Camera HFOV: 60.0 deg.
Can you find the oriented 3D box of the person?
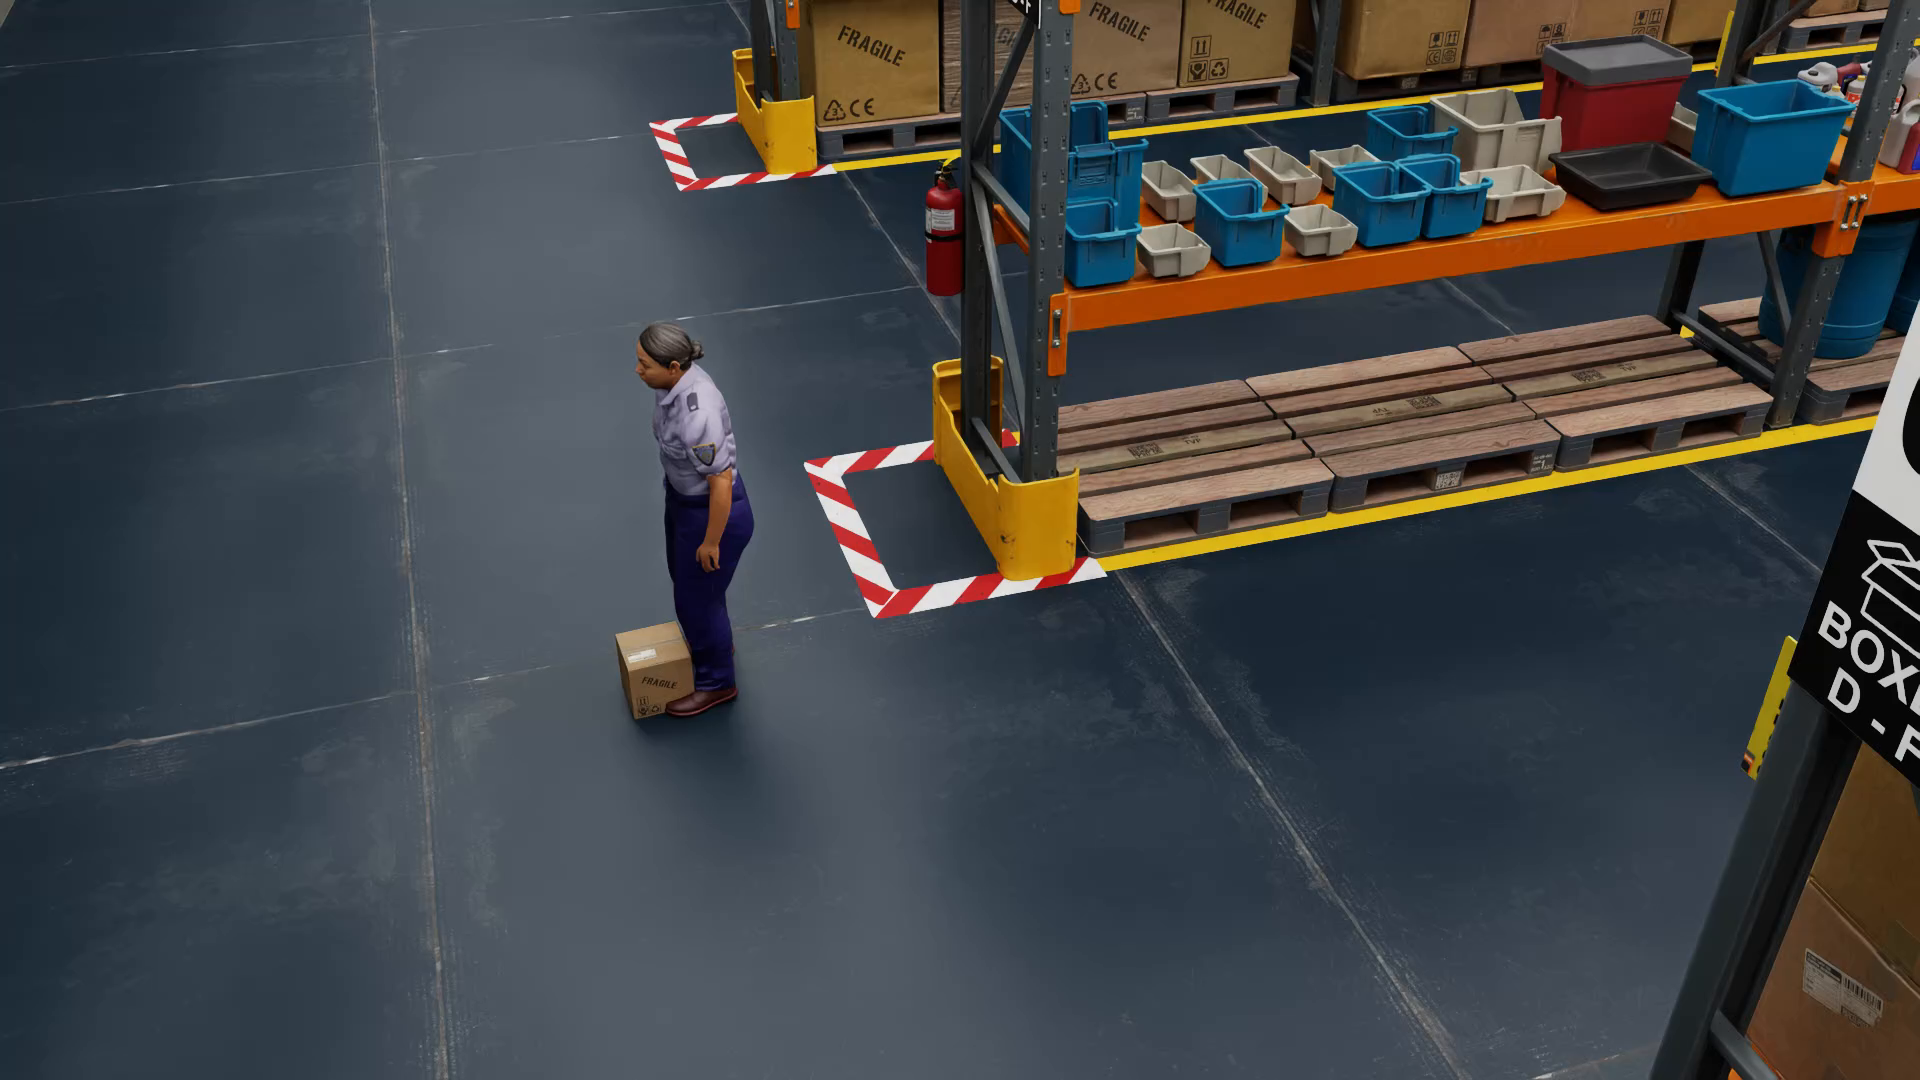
[{"bbox_3d":[-1.015,-0.101,6.299,0.425,1.650,0.549,-12,36,-17],"label":"person"}]
